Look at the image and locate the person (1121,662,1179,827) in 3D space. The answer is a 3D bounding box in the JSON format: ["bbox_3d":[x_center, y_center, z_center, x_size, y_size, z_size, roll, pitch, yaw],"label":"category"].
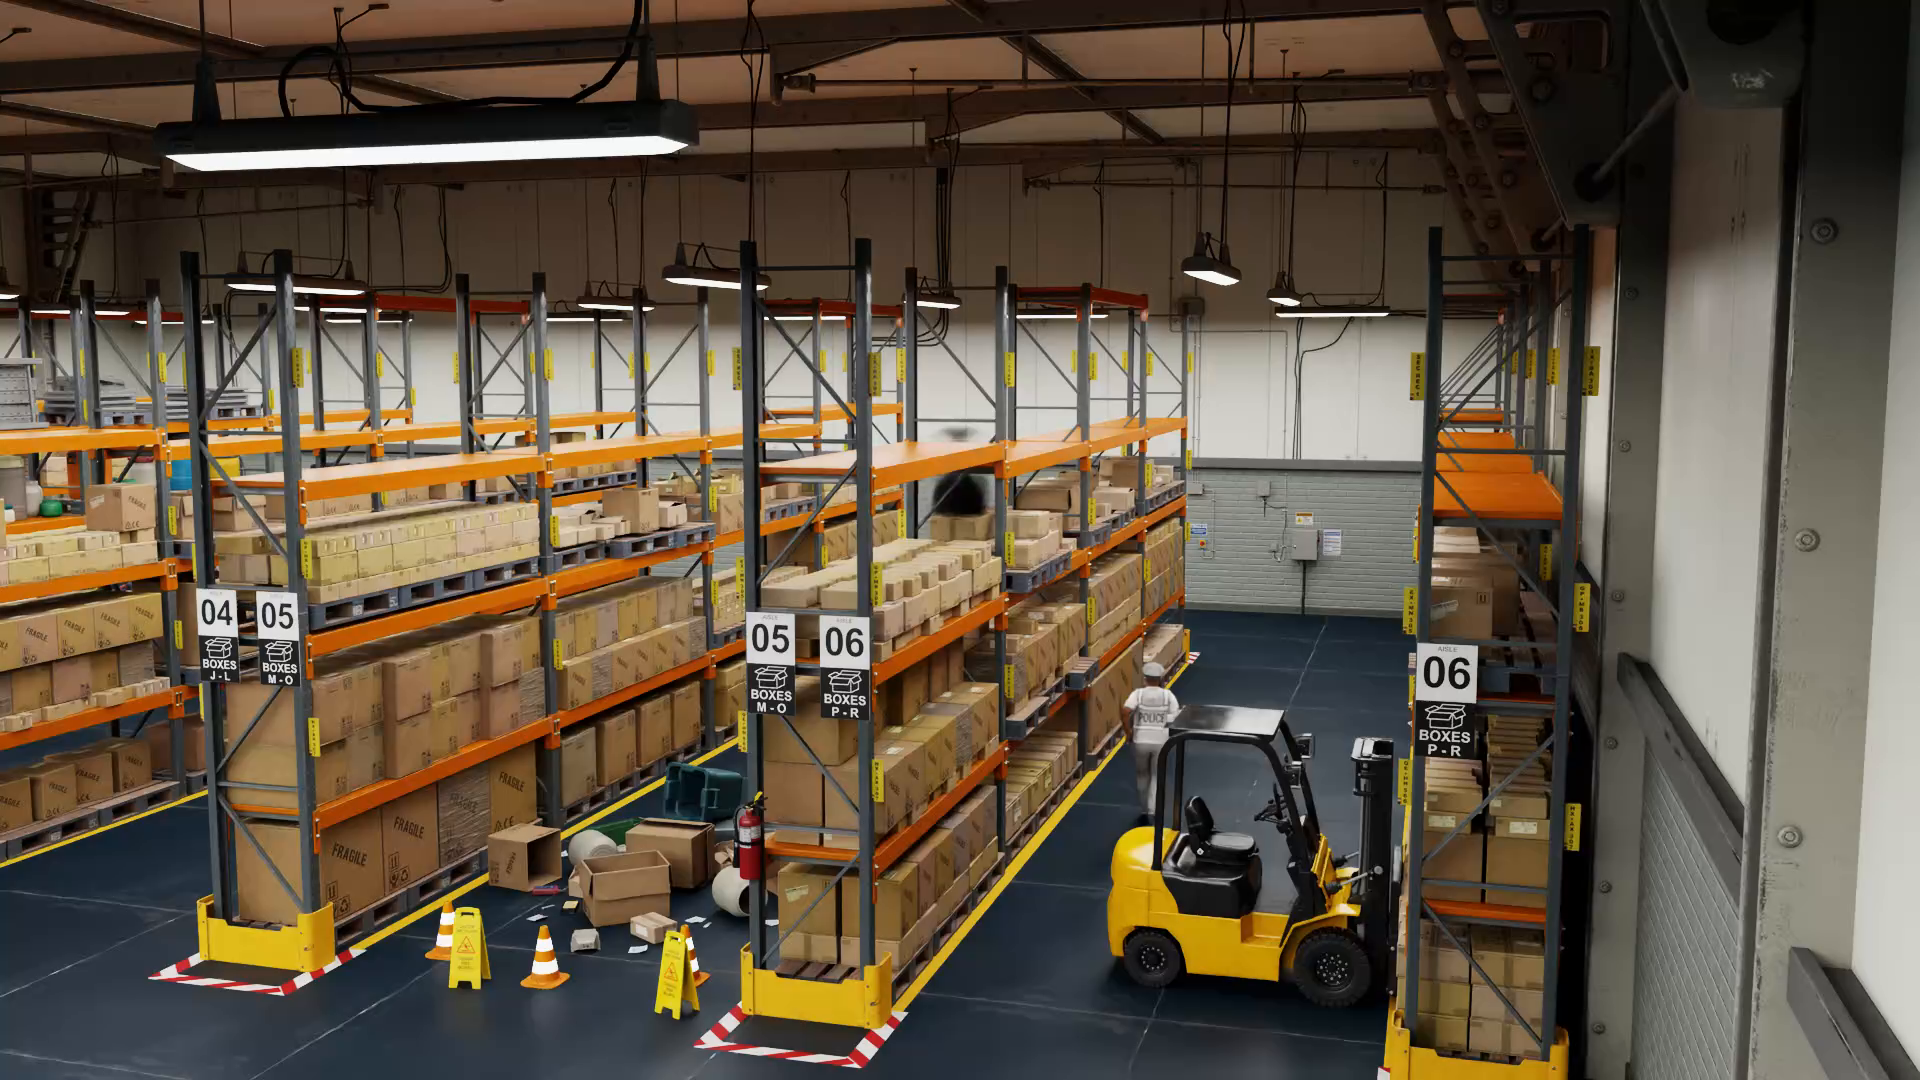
[{"bbox_3d":[2.104,2.234,18.173,0.650,1.783,0.976,2,7,14],"label":"person"}]
